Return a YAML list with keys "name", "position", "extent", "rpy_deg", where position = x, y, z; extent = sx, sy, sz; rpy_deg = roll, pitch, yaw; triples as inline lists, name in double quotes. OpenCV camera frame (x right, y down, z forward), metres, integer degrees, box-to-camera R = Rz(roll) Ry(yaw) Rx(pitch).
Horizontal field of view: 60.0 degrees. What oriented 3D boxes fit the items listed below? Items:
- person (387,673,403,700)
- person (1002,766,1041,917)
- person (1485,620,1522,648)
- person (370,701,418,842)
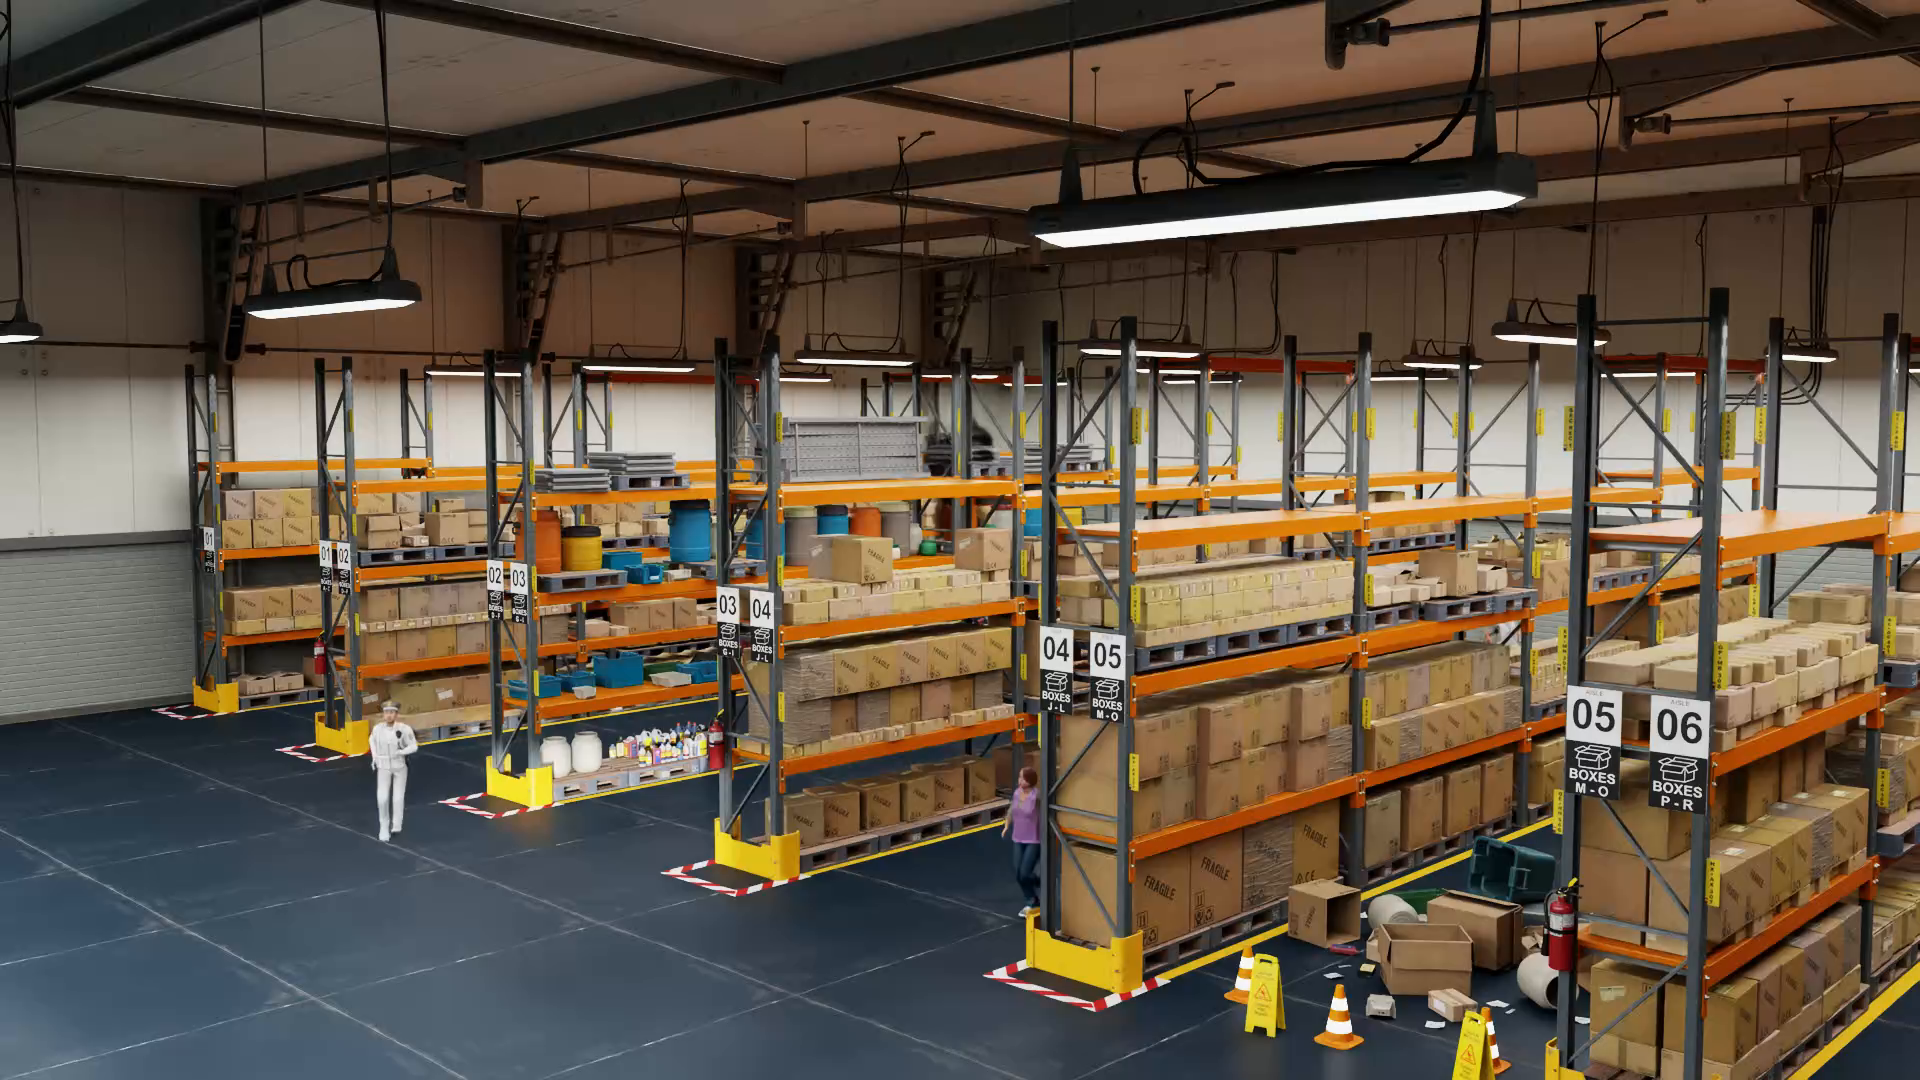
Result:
- name: "person"
  position: [-9.462, 2.208, 27.826]
  extent: [0.570, 1.627, 0.526]
  rpy_deg: [3, 5, 34]
- name: "person"
  position: [0.701, 3.085, 16.991]
  extent: [0.584, 1.558, 0.567]
  rpy_deg: [4, 6, 41]
- name: "person"
  position: [9.902, 1.996, 30.127]
  extent: [0.713, 1.724, 0.784]
  rpy_deg: [-1, 5, -14]
- name: "person"
  position: [-6.860, 2.784, 20.127]
  extent: [0.588, 1.716, 0.671]
  rpy_deg: [-1, 4, -12]
